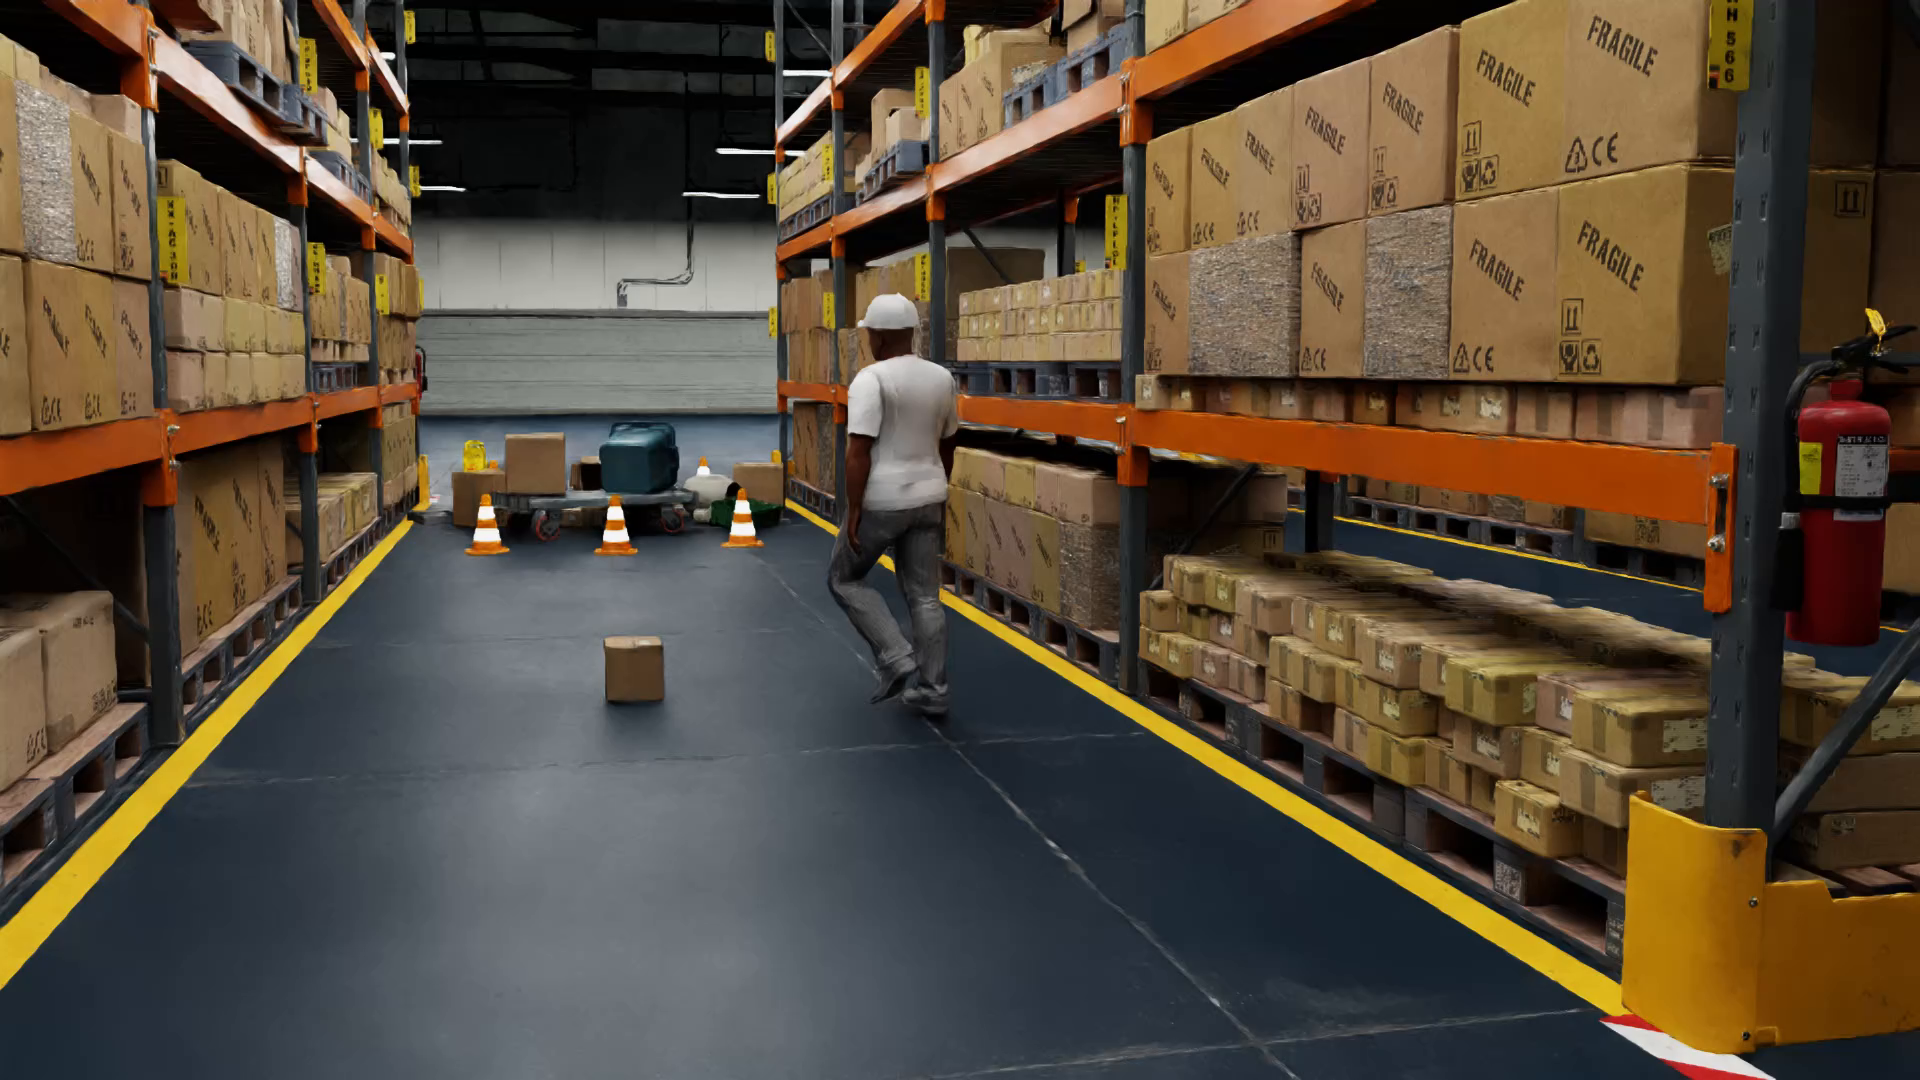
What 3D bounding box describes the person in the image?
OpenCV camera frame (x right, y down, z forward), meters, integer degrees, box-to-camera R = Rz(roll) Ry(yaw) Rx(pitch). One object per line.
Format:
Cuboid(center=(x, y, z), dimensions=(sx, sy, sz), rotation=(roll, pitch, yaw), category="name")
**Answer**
Cuboid(center=(-0.284, -0.151, 7.006), dimensions=(0.633, 1.748, 0.514), rotation=(-5, 8, -39), category="person")
